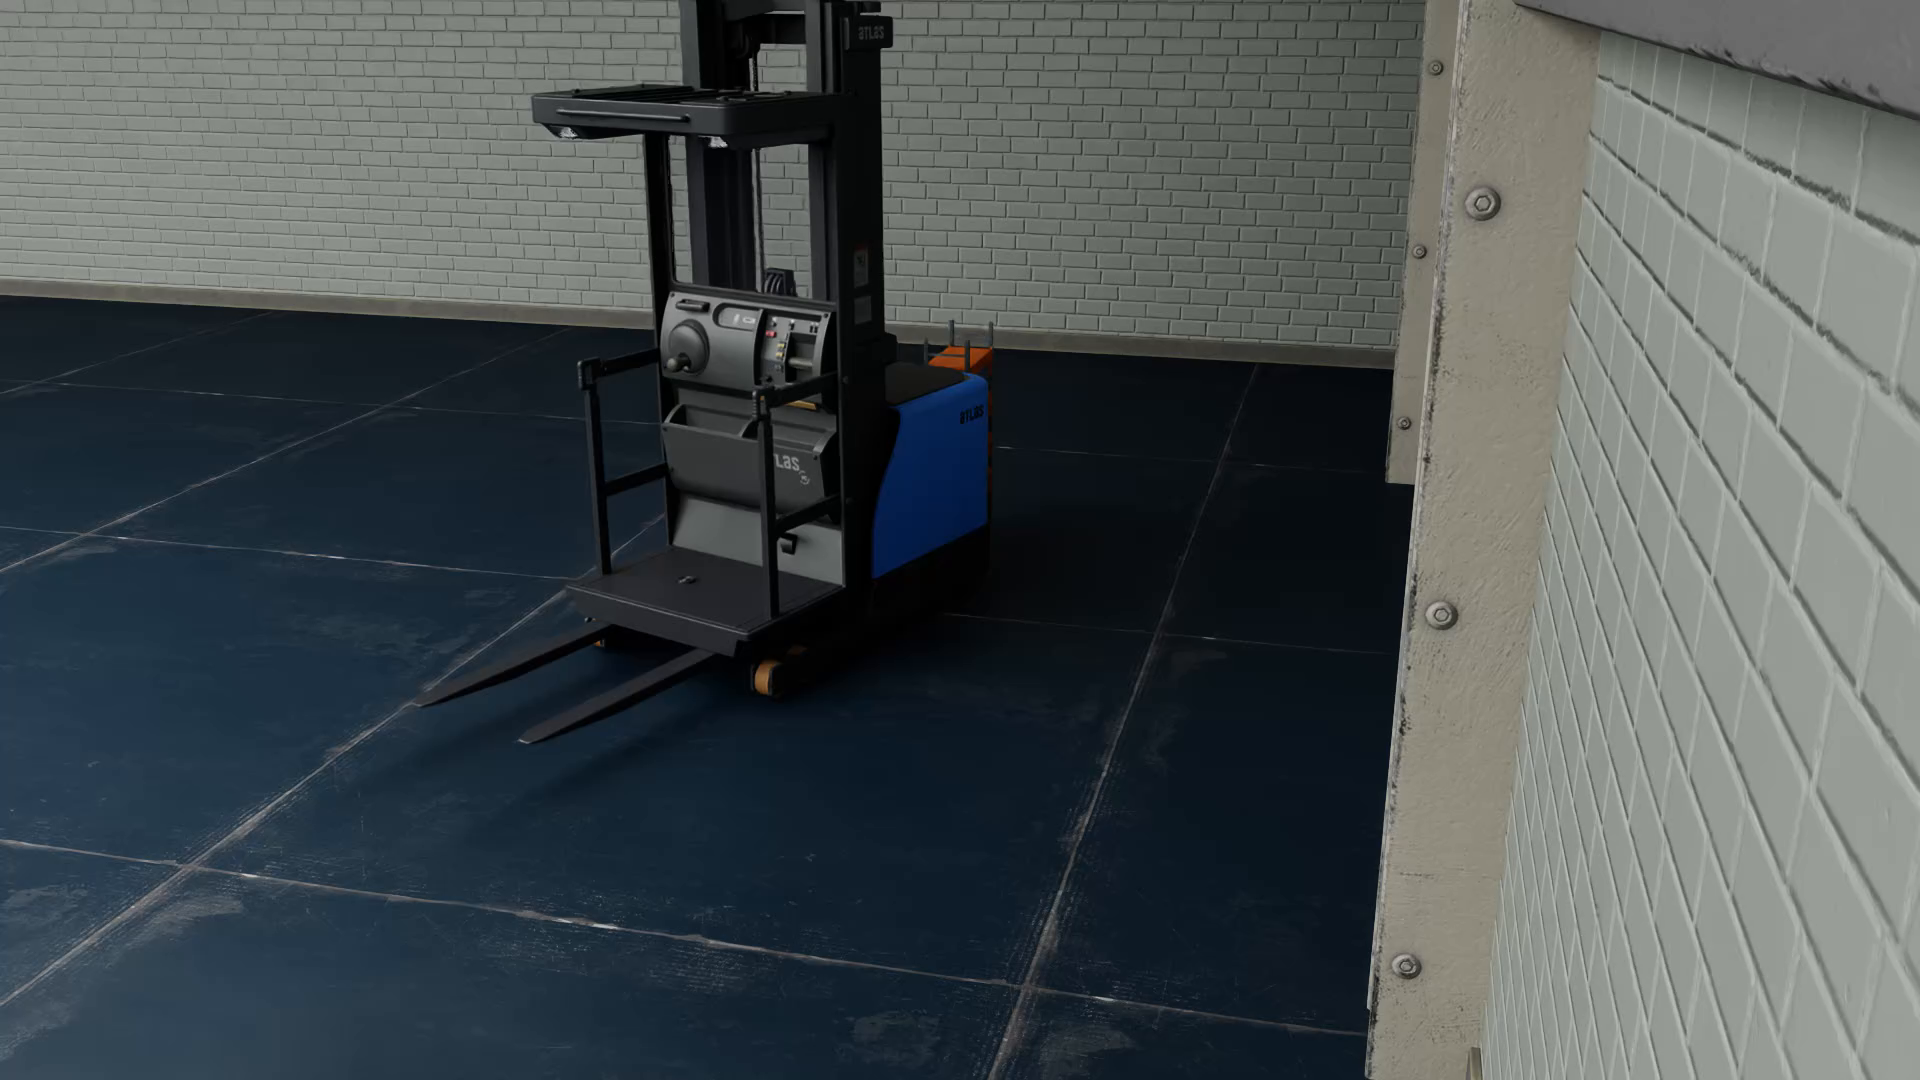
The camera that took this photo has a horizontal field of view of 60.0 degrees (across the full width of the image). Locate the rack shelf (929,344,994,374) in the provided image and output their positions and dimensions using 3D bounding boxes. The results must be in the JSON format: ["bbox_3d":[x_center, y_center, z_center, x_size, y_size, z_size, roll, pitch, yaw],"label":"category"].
[{"bbox_3d":[-0.003,-0.903,8.760,0.258,0.148,0.480,5,19,14],"label":"rack shelf"}]

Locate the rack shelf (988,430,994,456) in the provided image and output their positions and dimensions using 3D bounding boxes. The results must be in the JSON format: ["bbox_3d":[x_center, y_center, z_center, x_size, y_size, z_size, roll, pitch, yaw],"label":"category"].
[{"bbox_3d":[-0.003,-0.468,8.909,0.258,0.148,0.480,5,19,14],"label":"rack shelf"}]

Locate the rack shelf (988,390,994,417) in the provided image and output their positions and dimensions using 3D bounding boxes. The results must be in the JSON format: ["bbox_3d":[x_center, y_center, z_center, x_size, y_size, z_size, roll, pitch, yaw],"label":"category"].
[{"bbox_3d":[-0.003,-0.679,8.837,0.258,0.148,0.480,5,19,14],"label":"rack shelf"}]

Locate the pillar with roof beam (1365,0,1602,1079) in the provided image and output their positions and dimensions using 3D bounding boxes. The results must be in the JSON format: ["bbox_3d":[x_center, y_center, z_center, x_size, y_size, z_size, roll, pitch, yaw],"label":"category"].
[{"bbox_3d":[-2.827,-3.122,4.406,9.100,9.000,0.400,5,19,13],"label":"pillar with roof beam"}]

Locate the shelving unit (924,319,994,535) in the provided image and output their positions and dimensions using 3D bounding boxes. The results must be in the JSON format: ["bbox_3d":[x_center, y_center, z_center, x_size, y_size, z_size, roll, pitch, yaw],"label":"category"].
[{"bbox_3d":[-0.003,-0.531,8.887,0.258,1.200,0.503,5,19,14],"label":"shelving unit"}]

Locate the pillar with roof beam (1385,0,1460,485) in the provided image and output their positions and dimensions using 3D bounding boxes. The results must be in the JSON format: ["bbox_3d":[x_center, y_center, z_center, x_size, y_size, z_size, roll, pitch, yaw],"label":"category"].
[{"bbox_3d":[-1.361,-5.003,9.911,9.100,9.000,0.400,5,19,13],"label":"pillar with roof beam"}]

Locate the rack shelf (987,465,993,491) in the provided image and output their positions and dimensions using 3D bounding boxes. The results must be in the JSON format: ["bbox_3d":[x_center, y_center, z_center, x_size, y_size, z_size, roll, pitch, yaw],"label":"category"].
[{"bbox_3d":[-0.003,-0.280,8.973,0.258,0.148,0.480,5,19,14],"label":"rack shelf"}]

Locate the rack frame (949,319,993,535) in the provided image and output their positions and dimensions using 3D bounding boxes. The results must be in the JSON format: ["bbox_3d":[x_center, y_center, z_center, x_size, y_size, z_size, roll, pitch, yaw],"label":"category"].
[{"bbox_3d":[0.061,-0.608,9.110,0.240,1.200,0.015,5,19,14],"label":"rack frame"}]

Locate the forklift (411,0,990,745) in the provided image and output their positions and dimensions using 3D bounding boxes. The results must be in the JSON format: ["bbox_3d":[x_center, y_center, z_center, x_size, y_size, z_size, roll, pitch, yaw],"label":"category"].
[{"bbox_3d":[-1.073,-0.878,7.223,1.130,2.935,3.031,12,22,31],"label":"forklift"}]

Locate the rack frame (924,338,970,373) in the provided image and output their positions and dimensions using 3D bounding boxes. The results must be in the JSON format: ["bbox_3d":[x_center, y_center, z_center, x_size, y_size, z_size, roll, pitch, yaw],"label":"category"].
[{"bbox_3d":[-0.067,-0.455,8.664,0.240,1.200,0.015,5,19,14],"label":"rack frame"}]
